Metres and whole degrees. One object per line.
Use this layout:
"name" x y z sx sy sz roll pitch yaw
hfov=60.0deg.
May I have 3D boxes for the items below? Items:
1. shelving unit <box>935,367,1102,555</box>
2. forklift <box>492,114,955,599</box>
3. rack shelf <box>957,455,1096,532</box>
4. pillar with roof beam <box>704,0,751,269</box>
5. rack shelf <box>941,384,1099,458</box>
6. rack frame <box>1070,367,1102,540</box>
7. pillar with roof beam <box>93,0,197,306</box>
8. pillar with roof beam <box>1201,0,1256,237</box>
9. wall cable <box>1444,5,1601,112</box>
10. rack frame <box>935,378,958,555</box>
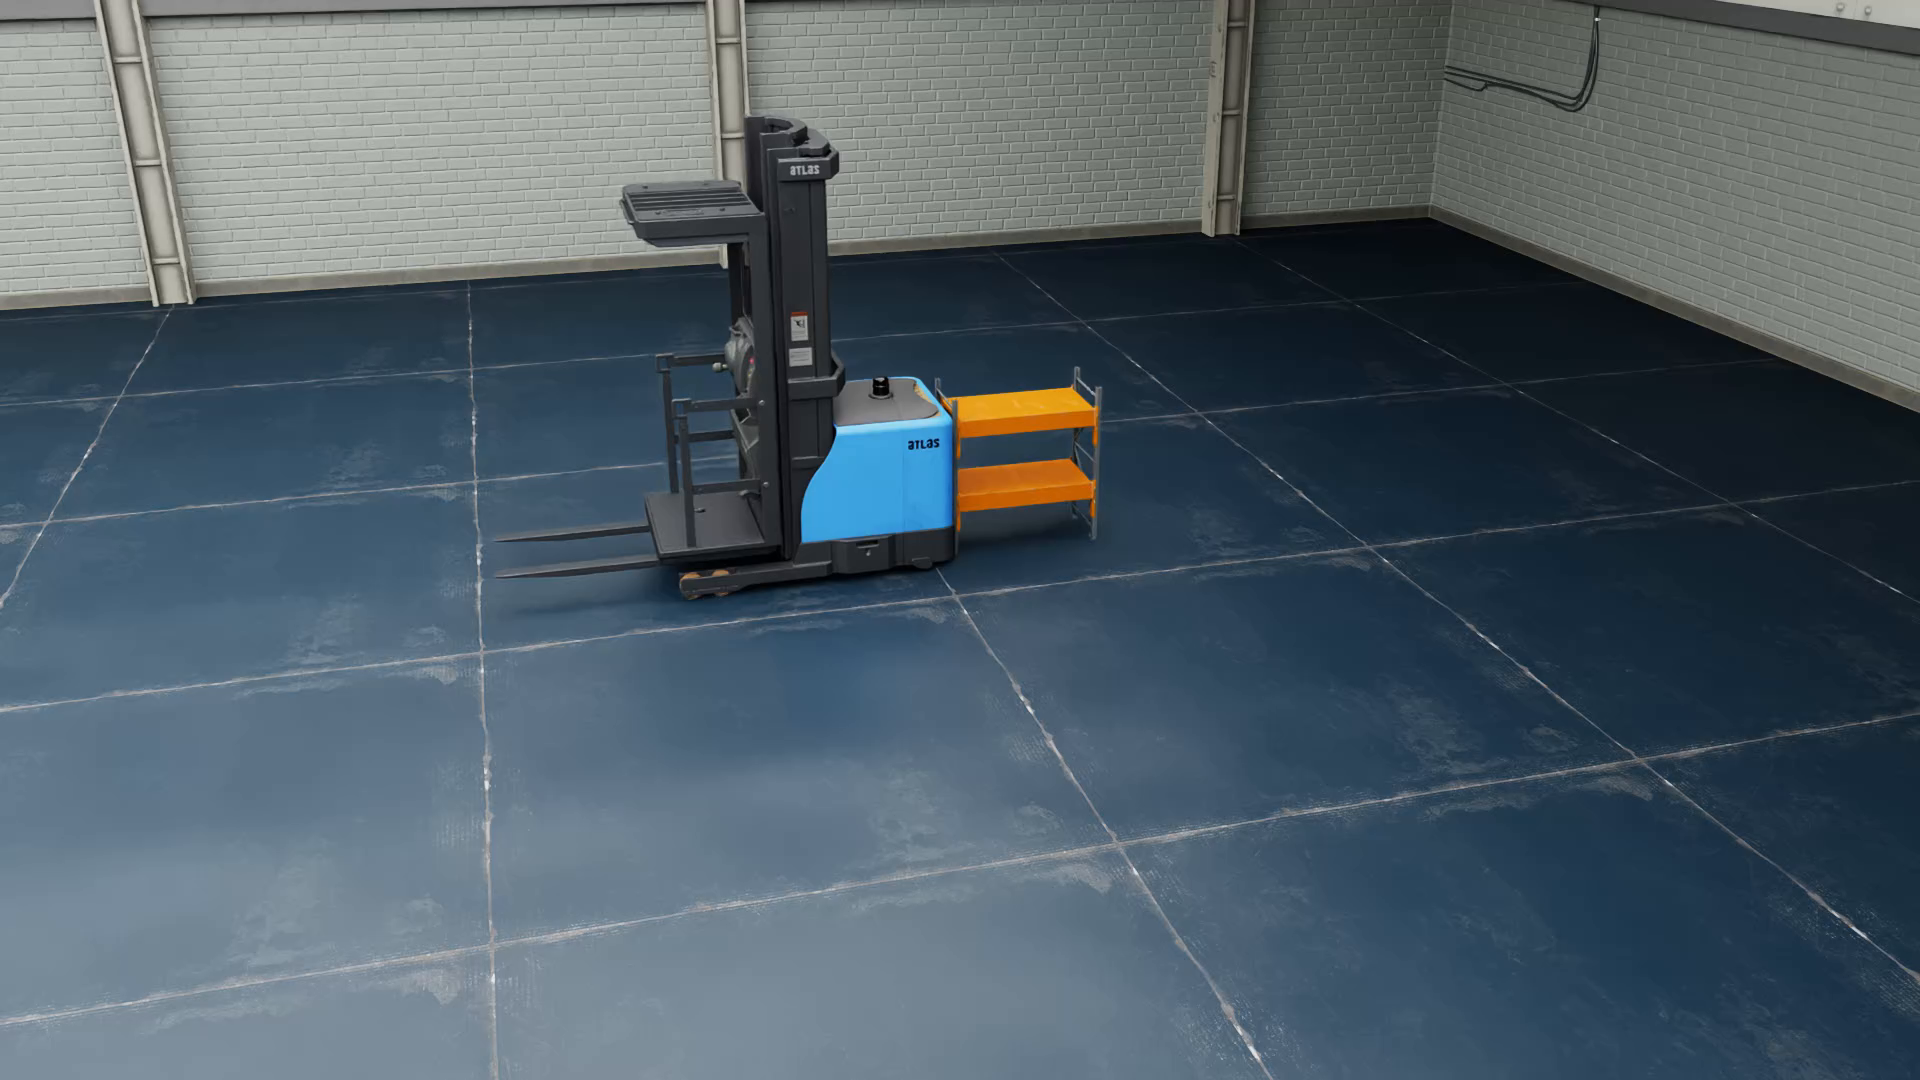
"shelving unit" 0.397 -0.559 11.627 1.048 1.125 0.538 -6 24 -14
"forklift" -1.608 -1.192 10.810 3.031 2.935 1.130 -6 24 -14
"rack shelf" 0.397 -0.335 11.724 1.000 0.278 0.538 -6 24 -14
"pillar with roof beam" -1.386 -5.672 13.556 0.400 9.000 9.100 -6 24 -14
"rack shelf" 0.397 -0.828 11.512 1.000 0.278 0.538 -6 24 -14
"rack frame" 0.887 -0.612 11.751 0.032 1.125 0.500 -6 24 -14
"pillar with roof beam" -7.163 -5.032 12.066 0.400 9.000 9.100 -6 24 -14
"pillar with roof beam" 4.391 -6.311 15.045 0.400 9.000 9.100 -6 24 -14
"wall cable" 6.422 -6.330 19.028 0.112 2.526 3.097 -6 24 -14
"rack frame" -0.094 -0.507 11.504 0.032 1.125 0.500 -6 24 -14
